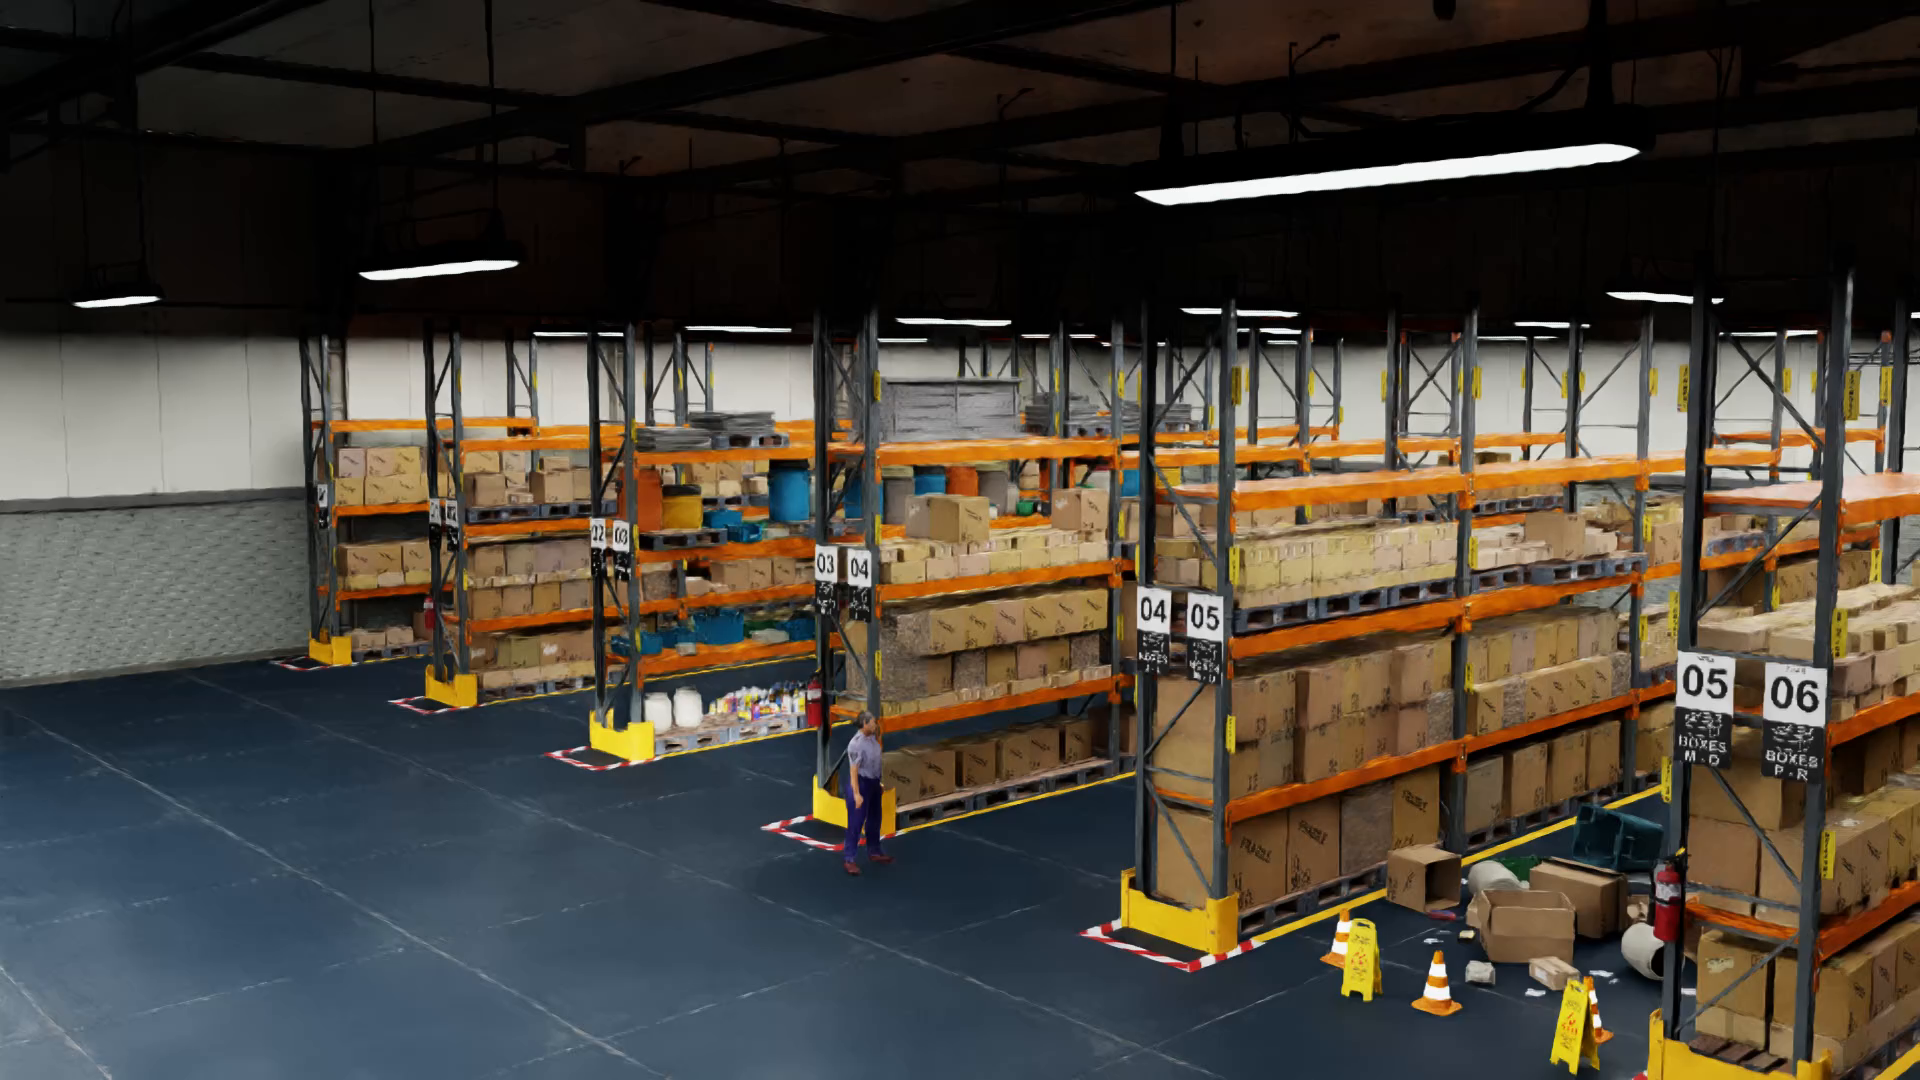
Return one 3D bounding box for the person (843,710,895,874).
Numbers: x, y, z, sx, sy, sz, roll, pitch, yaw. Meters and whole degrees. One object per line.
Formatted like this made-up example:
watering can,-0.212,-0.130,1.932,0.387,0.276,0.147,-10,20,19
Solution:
person,-0.963,2.598,17.282,0.445,1.644,0.577,2,6,22
